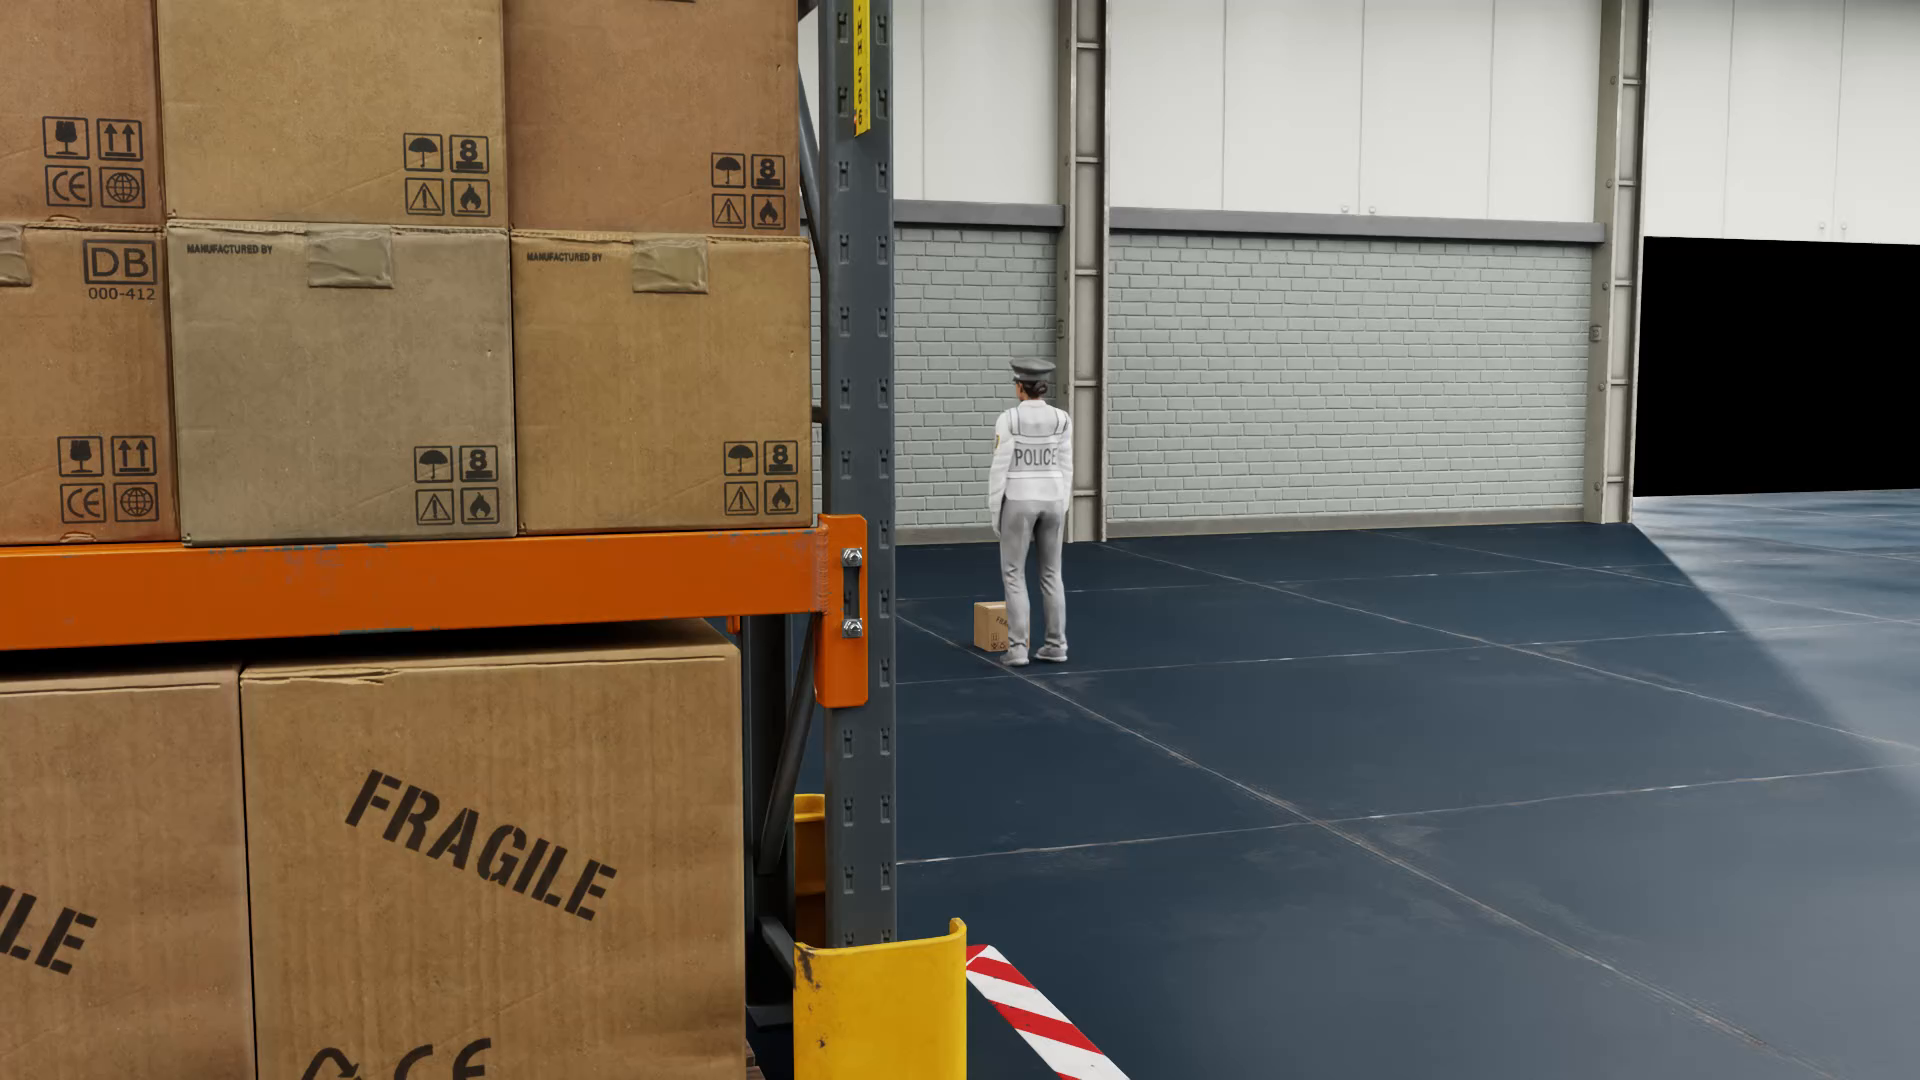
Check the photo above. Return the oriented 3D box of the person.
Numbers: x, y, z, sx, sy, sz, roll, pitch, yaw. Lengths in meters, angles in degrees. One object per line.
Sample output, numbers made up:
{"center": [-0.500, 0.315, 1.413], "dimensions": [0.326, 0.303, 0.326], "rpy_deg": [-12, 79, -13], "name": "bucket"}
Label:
{"center": [0.378, -0.150, 9.096], "dimensions": [0.466, 1.687, 0.329], "rpy_deg": [-2, 6, -17], "name": "person"}
